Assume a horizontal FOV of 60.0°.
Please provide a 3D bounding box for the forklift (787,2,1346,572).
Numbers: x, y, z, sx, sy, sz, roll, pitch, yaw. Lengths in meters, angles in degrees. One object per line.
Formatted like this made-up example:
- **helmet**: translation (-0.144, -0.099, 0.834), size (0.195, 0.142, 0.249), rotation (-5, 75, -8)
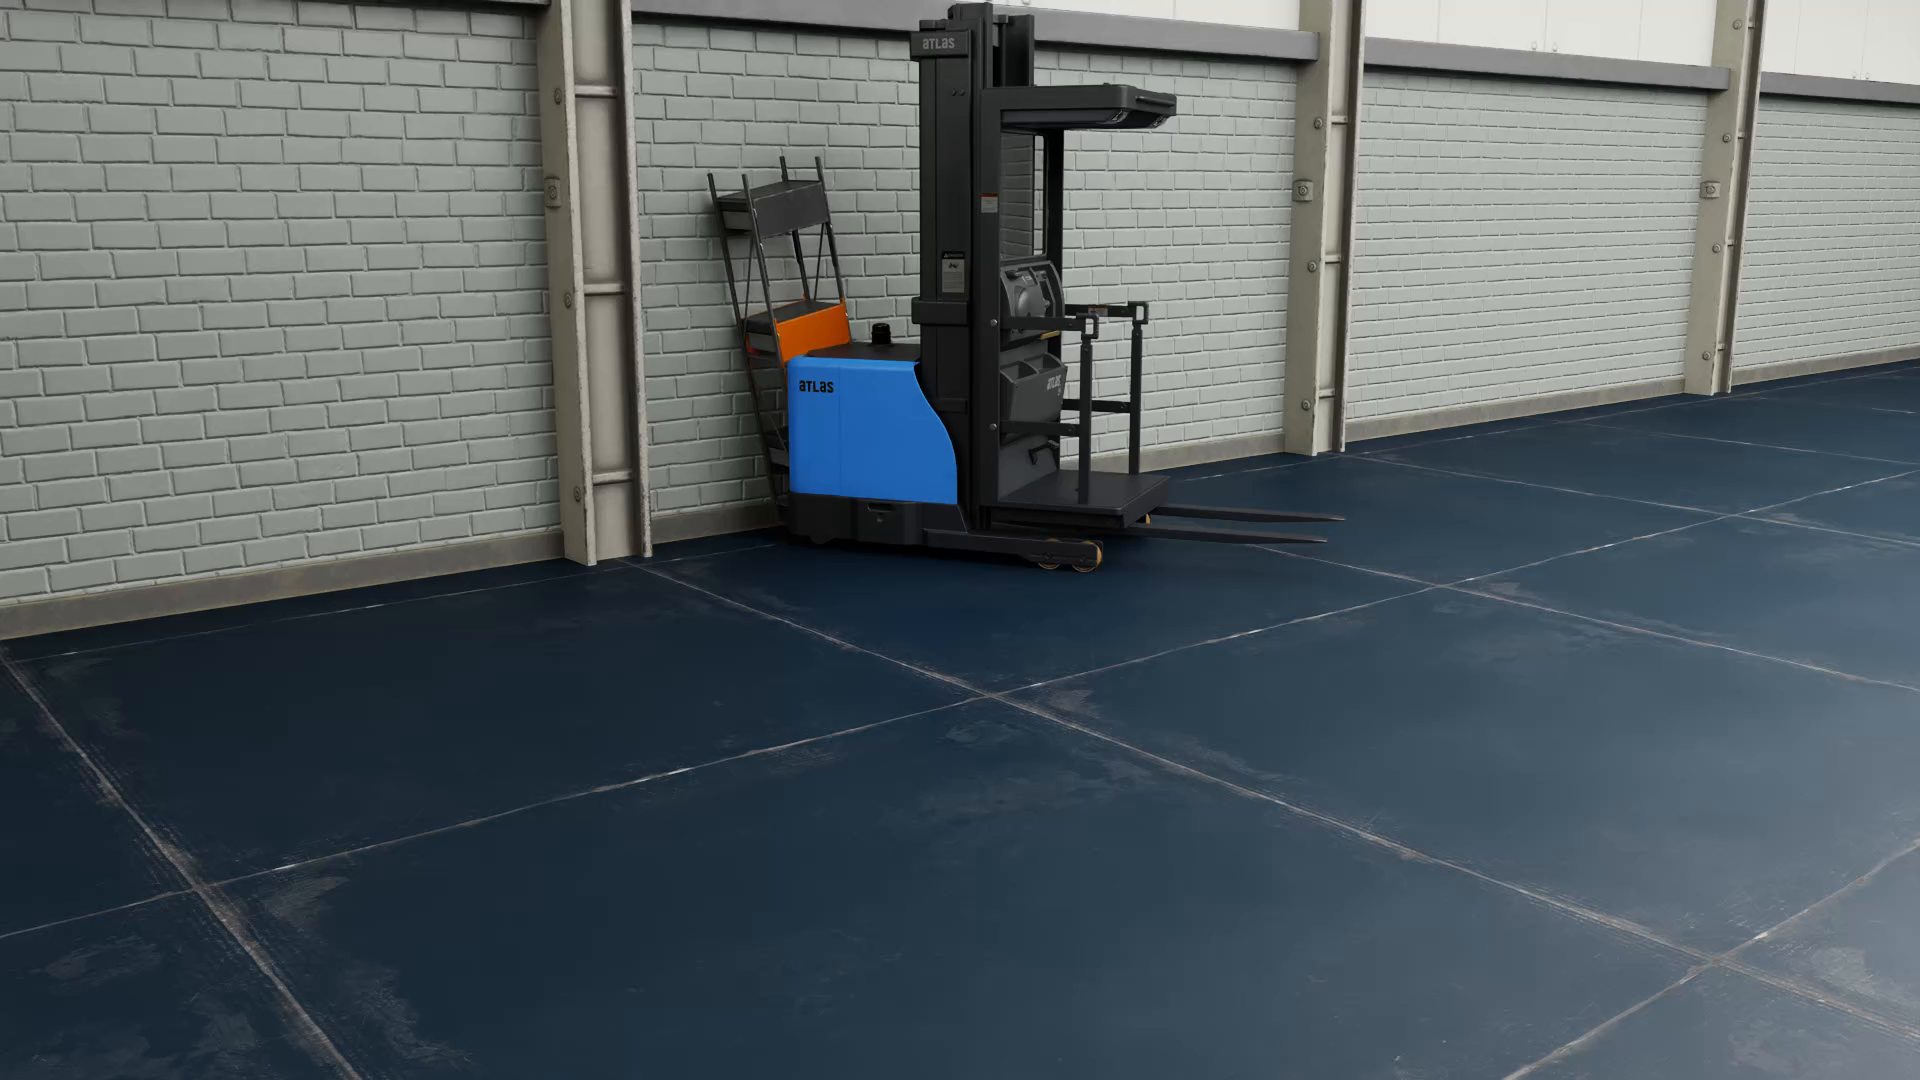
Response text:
- **forklift**: translation (0.587, -1.386, 9.101), size (3.031, 2.935, 1.130), rotation (5, 13, 21)

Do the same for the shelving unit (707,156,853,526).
- **shelving unit**: translation (-0.944, -1.121, 9.650), size (0.503, 2.100, 0.431), rotation (-23, 24, -34)

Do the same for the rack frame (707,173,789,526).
- **rack frame**: translation (-1.130, -1.042, 9.514), size (0.015, 2.100, 0.400), rotation (-23, 24, -34)

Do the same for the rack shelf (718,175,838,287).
- **rack shelf**: translation (-1.045, -1.759, 9.418), size (0.480, 0.518, 0.431), rotation (-23, 24, -34)

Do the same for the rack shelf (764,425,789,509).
- **rack shelf**: translation (-0.838, -0.458, 9.891), size (0.480, 0.518, 0.431), rotation (-23, 24, -34)

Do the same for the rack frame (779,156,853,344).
- **rack frame**: translation (-0.757, -1.200, 9.786), size (0.015, 2.100, 0.400), rotation (-23, 24, -34)

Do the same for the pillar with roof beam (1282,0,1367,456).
- **pillar with roof beam**: translation (5.423, -4.393, 8.654), size (0.400, 9.000, 9.100), rotation (-9, 15, -38)

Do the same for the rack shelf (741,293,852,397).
- **rack shelf**: translation (-0.942, -1.108, 9.655), size (0.480, 0.518, 0.431), rotation (-23, 24, -34)
